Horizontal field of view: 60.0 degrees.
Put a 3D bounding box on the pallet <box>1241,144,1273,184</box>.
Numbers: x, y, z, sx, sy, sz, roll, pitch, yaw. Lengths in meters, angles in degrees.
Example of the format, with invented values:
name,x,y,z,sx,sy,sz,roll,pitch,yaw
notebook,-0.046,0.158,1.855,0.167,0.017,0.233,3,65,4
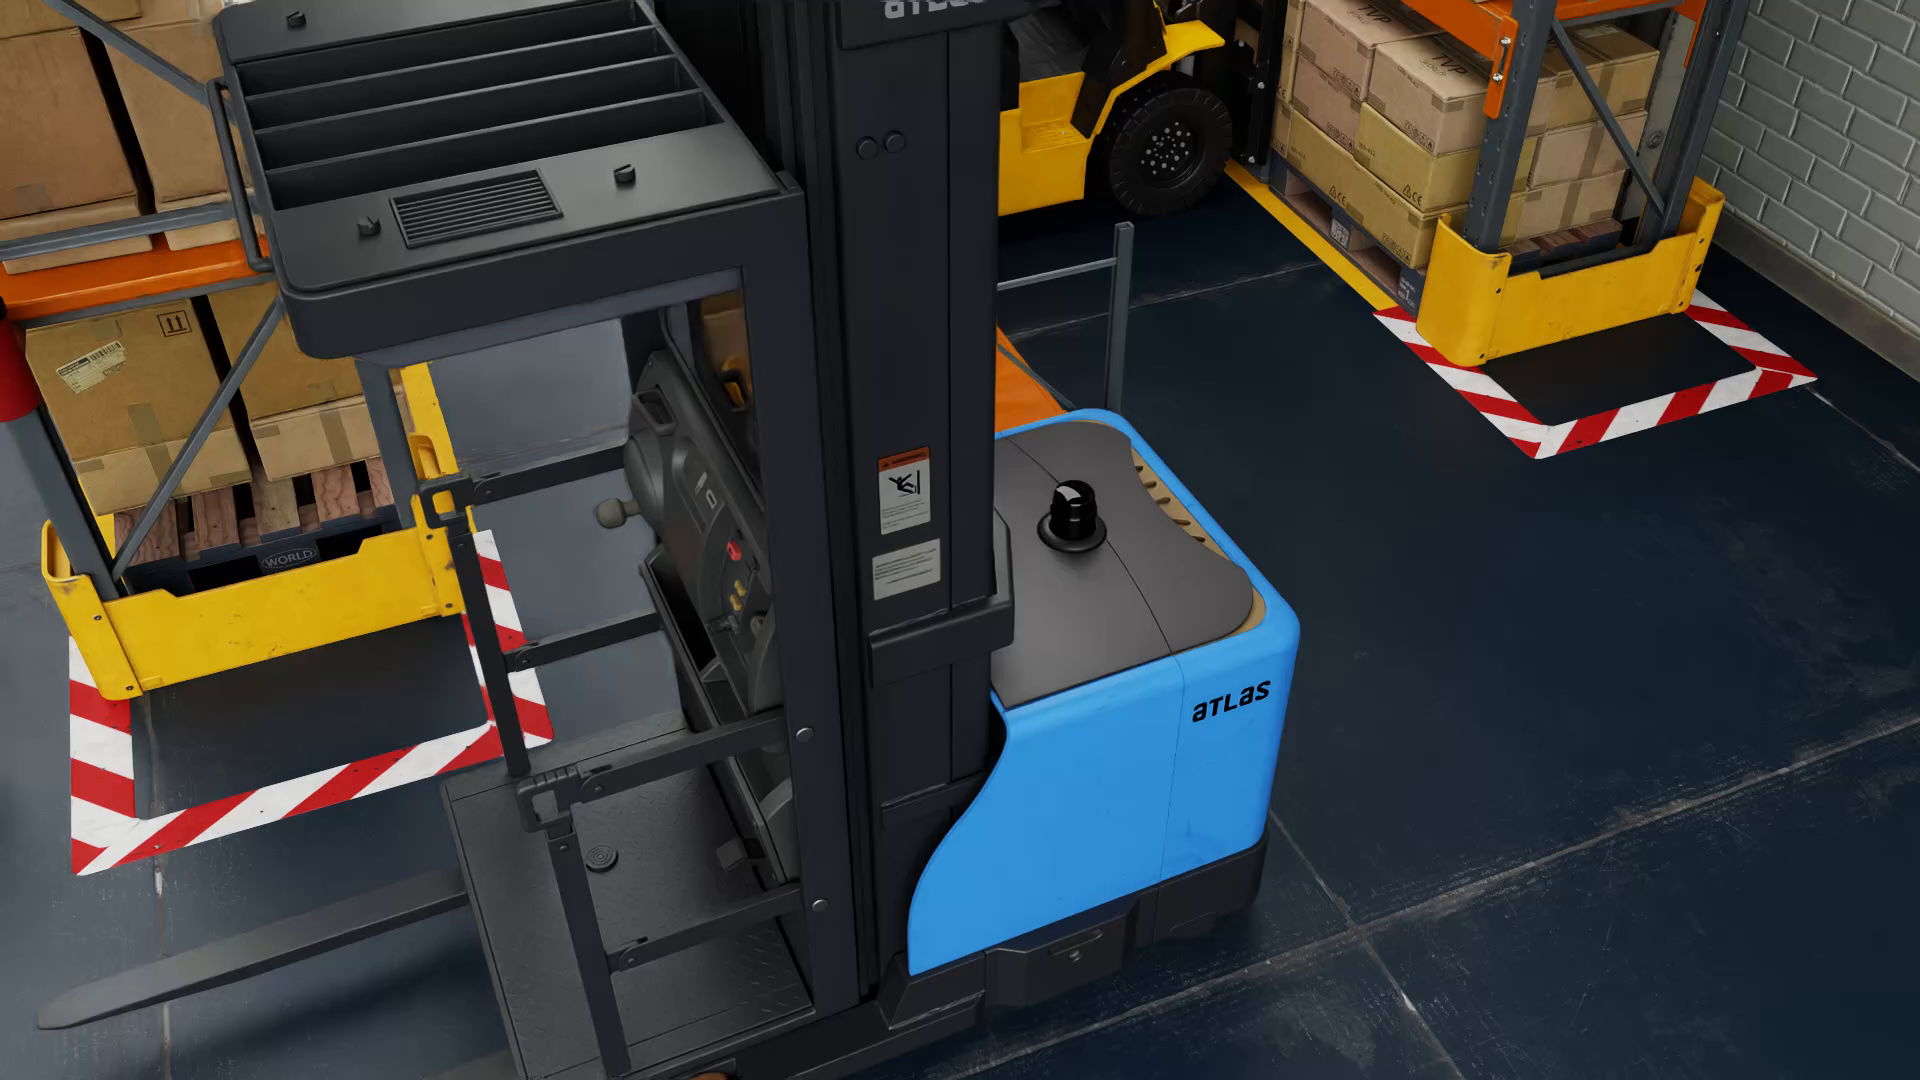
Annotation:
name,x,y,z,sx,sy,sz,roll,pitch,yaw
pallet,1.629,-2.195,8.141,1.003,0.211,1.213,-15,43,-17

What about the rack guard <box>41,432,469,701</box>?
name,x,y,z,sx,sy,sz,roll,pitch,yaw
rack guard,-2.190,0.074,5.281,1.175,0.500,0.348,-15,43,-17

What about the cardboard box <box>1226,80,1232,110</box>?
name,x,y,z,sx,sy,sz,roll,pitch,yaw
cardboard box,1.368,-2.302,7.914,0.500,0.250,0.500,-14,43,-16

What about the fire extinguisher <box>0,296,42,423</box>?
name,x,y,z,sx,sy,sz,roll,pitch,yaw
fire extinguisher,-2.543,-0.615,4.224,0.296,0.674,0.183,-15,43,-17

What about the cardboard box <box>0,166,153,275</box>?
name,x,y,z,sx,sy,sz,roll,pitch,yaw
cardboard box,-2.502,-0.905,4.694,0.380,0.149,0.250,-14,43,-15

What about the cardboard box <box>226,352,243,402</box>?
name,x,y,z,sx,sy,sz,roll,pitch,yaw
cardboard box,-2.910,-0.679,6.025,0.500,0.250,0.500,-15,43,-17

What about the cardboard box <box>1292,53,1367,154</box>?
name,x,y,z,sx,sy,sz,roll,pitch,yaw
cardboard box,1.767,-1.895,7.056,0.500,0.250,0.500,-16,43,-17

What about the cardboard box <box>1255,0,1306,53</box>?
name,x,y,z,sx,sy,sz,roll,pitch,yaw
cardboard box,1.556,-2.372,7.227,0.500,0.250,0.500,-15,43,-16

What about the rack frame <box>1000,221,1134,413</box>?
name,x,y,z,sx,sy,sz,roll,pitch,yaw
rack frame,0.227,-0.211,4.845,0.500,1.500,0.032,-15,43,-17

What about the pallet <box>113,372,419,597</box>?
name,x,y,z,sx,sy,sz,roll,pitch,yaw
pallet,-2.468,-0.315,5.954,1.003,0.211,1.213,-15,43,-17

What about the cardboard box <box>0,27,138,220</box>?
name,x,y,z,sx,sy,sz,roll,pitch,yaw
cardboard box,-2.623,-1.237,4.583,0.500,0.500,0.500,-16,43,-18

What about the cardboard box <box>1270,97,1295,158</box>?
name,x,y,z,sx,sy,sz,roll,pitch,yaw
cardboard box,1.587,-1.995,7.556,0.500,0.250,0.500,-15,43,-16

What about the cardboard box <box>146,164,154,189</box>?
name,x,y,z,sx,sy,sz,roll,pitch,yaw
cardboard box,-2.210,-1.138,4.965,0.380,0.149,0.250,-14,43,-16

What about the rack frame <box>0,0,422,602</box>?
name,x,y,z,sx,sy,sz,roll,pitch,yaw
rack frame,-2.161,-0.828,4.412,1.000,3.000,0.127,-15,43,-17

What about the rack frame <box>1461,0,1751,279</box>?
name,x,y,z,sx,sy,sz,roll,pitch,yaw
rack frame,2.424,-2.069,5.855,1.000,3.000,0.127,-15,43,-17

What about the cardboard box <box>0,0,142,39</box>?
name,x,y,z,sx,sy,sz,roll,pitch,yaw
cardboard box,-2.558,-1.611,4.251,0.700,0.500,0.500,-16,43,-18

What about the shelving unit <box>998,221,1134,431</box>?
name,x,y,z,sx,sy,sz,roll,pitch,yaw
shelving unit,0.029,-0.523,5.208,0.587,1.500,1.083,-15,43,-17

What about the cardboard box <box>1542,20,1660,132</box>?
name,x,y,z,sx,sy,sz,roll,pitch,yaw
cardboard box,2.415,-1.901,6.680,0.500,0.250,0.500,-16,43,-18

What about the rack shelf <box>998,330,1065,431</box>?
name,x,y,z,sx,sy,sz,roll,pitch,yaw
rack shelf,0.033,-0.381,5.319,0.538,0.185,1.000,-15,43,-17

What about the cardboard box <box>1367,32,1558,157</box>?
name,x,y,z,sx,sy,sz,roll,pitch,yaw
cardboard box,1.959,-1.764,6.521,0.500,0.250,0.500,-14,43,-15

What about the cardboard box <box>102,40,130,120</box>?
name,x,y,z,sx,sy,sz,roll,pitch,yaw
cardboard box,-2.811,-1.540,4.935,0.500,0.500,0.500,-15,43,-17

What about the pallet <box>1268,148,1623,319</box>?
name,x,y,z,sx,sy,sz,roll,pitch,yaw
pallet,2.092,-1.462,7.288,1.003,0.211,1.213,-15,43,-17

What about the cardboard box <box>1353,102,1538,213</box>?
name,x,y,z,sx,sy,sz,roll,pitch,yaw
cardboard box,1.949,-1.590,6.702,0.500,0.250,0.500,-16,43,-17

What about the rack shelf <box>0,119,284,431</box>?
name,x,y,z,sx,sy,sz,roll,pitch,yaw
rack shelf,-2.926,-1.760,6.048,1.077,0.370,4.000,-15,43,-17

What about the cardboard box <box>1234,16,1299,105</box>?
name,x,y,z,sx,sy,sz,roll,pitch,yaw
cardboard box,1.550,-2.201,7.412,0.500,0.250,0.500,-16,43,-18

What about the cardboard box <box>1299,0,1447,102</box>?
name,x,y,z,sx,sy,sz,roll,pitch,yaw
cardboard box,1.758,-2.070,6.877,0.500,0.250,0.500,-14,43,-16

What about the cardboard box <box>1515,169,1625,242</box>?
name,x,y,z,sx,sy,sz,roll,pitch,yaw
cardboard box,2.416,-1.530,7.015,0.500,0.250,0.500,-15,43,-17

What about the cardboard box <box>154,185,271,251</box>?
name,x,y,z,sx,sy,sz,roll,pitch,yaw
cardboard box,-2.100,-0.989,4.792,0.380,0.149,0.250,-15,43,-17

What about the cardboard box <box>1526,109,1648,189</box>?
name,x,y,z,sx,sy,sz,roll,pitch,yaw
cardboard box,2.436,-1.710,6.841,0.500,0.250,0.500,-14,43,-16

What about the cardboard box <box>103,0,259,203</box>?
name,x,y,z,sx,sy,sz,roll,pitch,yaw
cardboard box,-2.086,-1.333,4.695,0.500,0.500,0.500,-16,43,-18

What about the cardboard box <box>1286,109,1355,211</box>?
name,x,y,z,sx,sy,sz,roll,pitch,yaw
cardboard box,1.770,-1.692,7.203,0.500,0.250,0.500,-15,43,-17

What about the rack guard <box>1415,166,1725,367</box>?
name,x,y,z,sx,sy,sz,roll,pitch,yaw
rack guard,2.433,-1.106,6.653,1.175,0.500,0.348,-15,43,-17

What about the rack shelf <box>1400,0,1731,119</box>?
name,x,y,z,sx,sy,sz,roll,pitch,yaw
rack shelf,1.658,-3.001,7.491,1.077,0.370,4.000,-15,43,-17

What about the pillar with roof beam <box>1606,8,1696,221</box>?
name,x,y,z,sx,sy,sz,roll,pitch,yaw
pillar with roof beam,-0.988,-3.914,3.399,9.100,9.000,0.400,-15,43,-17

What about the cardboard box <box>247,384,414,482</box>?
name,x,y,z,sx,sy,sz,roll,pitch,yaw
cardboard box,-2.214,-0.500,5.817,0.500,0.250,0.500,-15,43,-17

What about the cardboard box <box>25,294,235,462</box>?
name,x,y,z,sx,sy,sz,roll,pitch,yaw
cardboard box,-2.708,-0.647,5.413,0.500,0.500,0.500,-15,43,-17

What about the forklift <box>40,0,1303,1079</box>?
name,x,y,z,sx,sy,sz,roll,pitch,yaw
forklift,-0.735,0.000,3.502,3.031,2.935,1.130,-16,43,-18

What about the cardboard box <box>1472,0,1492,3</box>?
name,x,y,z,sx,sy,sz,roll,pitch,yaw
cardboard box,1.993,-2.338,6.091,0.500,0.500,0.500,-16,43,-18

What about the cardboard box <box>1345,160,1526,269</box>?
name,x,y,z,sx,sy,sz,roll,pitch,yaw
cardboard box,1.952,-1.390,6.852,0.500,0.250,0.500,-15,43,-17

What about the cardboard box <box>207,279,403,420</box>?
name,x,y,z,sx,sy,sz,roll,pitch,yaw
cardboard box,-2.224,-0.798,5.589,0.500,0.500,0.500,-16,43,-18

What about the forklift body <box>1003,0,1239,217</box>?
name,x,y,z,sx,sy,sz,roll,pitch,yaw
forklift body,0.012,-2.434,6.931,2.313,2.155,1.214,-15,43,-17

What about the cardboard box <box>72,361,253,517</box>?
name,x,y,z,sx,sy,sz,roll,pitch,yaw
cardboard box,-2.728,-0.379,5.677,0.500,0.250,0.500,-15,43,-17
